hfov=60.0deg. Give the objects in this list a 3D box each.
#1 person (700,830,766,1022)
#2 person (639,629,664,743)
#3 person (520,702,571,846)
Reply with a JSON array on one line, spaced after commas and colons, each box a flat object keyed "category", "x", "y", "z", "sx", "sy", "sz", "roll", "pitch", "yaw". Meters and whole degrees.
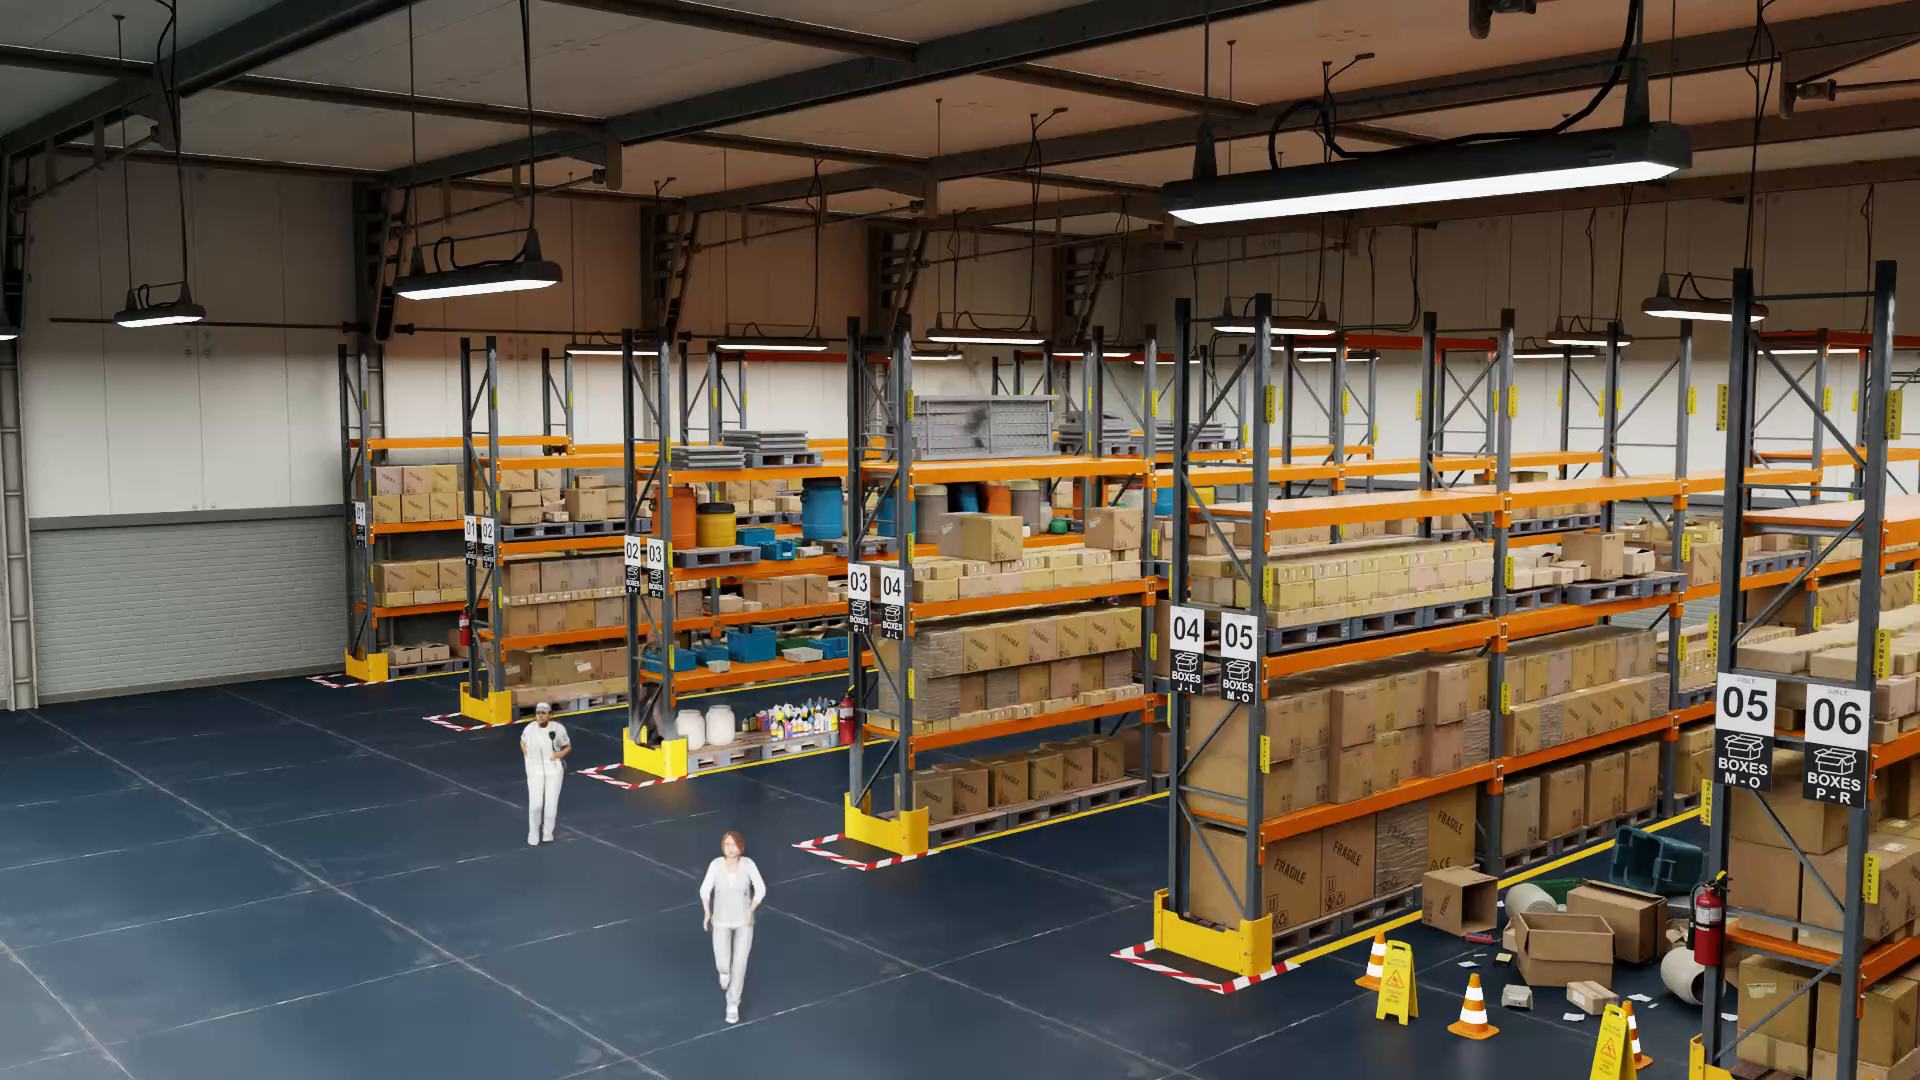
[{"category": "person", "x": -1.881, "y": 3.169, "z": 13.795, "sx": 0.544, "sy": 1.559, "sz": 0.544, "roll": 0, "pitch": 5, "yaw": -5}, {"category": "person", "x": -4.498, "y": 2.139, "z": 24.213, "sx": 0.644, "sy": 1.699, "sz": 0.642, "roll": 3, "pitch": 6, "yaw": 31}, {"category": "person", "x": -4.705, "y": 2.663, "z": 18.871, "sx": 0.580, "sy": 1.664, "sz": 0.609, "roll": -1, "pitch": 5, "yaw": -10}]
